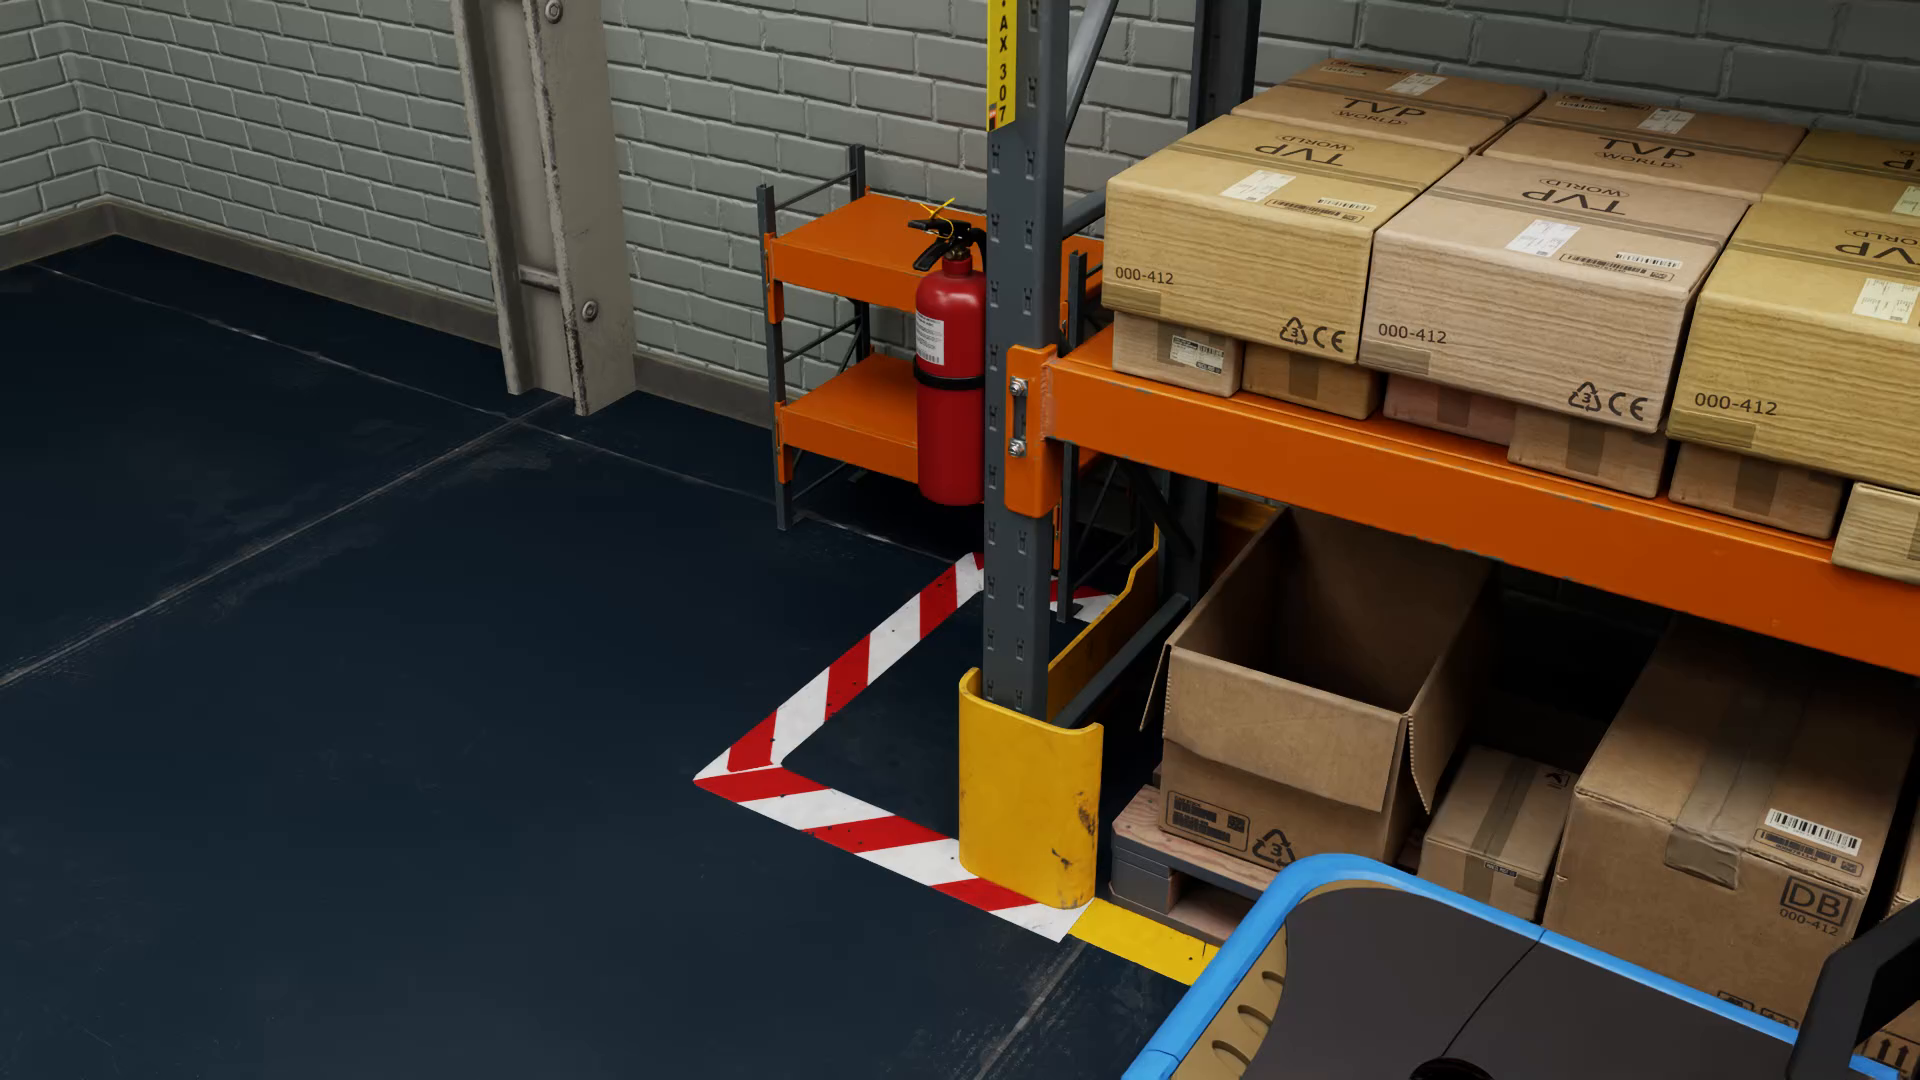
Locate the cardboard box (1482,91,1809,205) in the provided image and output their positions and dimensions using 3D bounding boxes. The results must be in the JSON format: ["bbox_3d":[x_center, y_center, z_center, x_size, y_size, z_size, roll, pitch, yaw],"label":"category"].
[{"bbox_3d":[1.332,-0.669,3.273,0.500,0.250,0.500,18,35,27],"label":"cardboard box"}]

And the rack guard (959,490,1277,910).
[{"bbox_3d":[0.429,0.347,4.160,0.348,0.500,1.175,18,35,27],"label":"rack guard"}]

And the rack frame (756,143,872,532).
[{"bbox_3d":[-0.437,-0.623,5.201,0.032,1.125,0.500,17,35,27],"label":"rack frame"}]

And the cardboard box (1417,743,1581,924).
[{"bbox_3d":[1.172,0.631,3.604,0.250,0.149,0.380,16,34,25],"label":"cardboard box"}]

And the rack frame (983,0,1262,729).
[{"bbox_3d":[0.365,-0.754,3.565,0.127,3.000,1.000,18,35,27],"label":"rack frame"}]

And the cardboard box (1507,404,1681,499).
[{"bbox_3d":[1.160,-0.242,2.938,0.250,0.149,0.380,19,35,29],"label":"cardboard box"}]

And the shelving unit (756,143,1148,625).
[{"bbox_3d":[-0.006,-0.487,4.968,1.048,1.125,0.538,17,35,27],"label":"shelving unit"}]

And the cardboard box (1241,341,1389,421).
[{"bbox_3d":[0.737,-0.392,3.194,0.250,0.149,0.380,18,35,29],"label":"cardboard box"}]

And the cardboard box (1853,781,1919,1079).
[{"bbox_3d":[1.930,0.779,3.002,0.500,0.500,0.500,18,35,28],"label":"cardboard box"}]

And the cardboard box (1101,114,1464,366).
[{"bbox_3d":[0.606,-0.581,3.122,0.500,0.250,0.500,18,35,28],"label":"cardboard box"}]

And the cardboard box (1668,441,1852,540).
[{"bbox_3d":[1.388,-0.173,2.820,0.250,0.149,0.380,18,35,28],"label":"cardboard box"}]

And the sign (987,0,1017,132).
[{"bbox_3d":[0.076,-0.896,2.950,0.005,0.325,0.100,18,35,27],"label":"sign"}]

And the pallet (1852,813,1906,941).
[{"bbox_3d":[2.134,1.012,3.306,1.213,0.211,1.003,18,35,27],"label":"pallet"}]

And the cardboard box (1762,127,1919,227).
[{"bbox_3d":[1.749,-0.534,3.042,0.500,0.250,0.500,19,35,29],"label":"cardboard box"}]

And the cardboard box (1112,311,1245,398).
[{"bbox_3d":[0.497,-0.440,3.277,0.250,0.149,0.380,17,34,27],"label":"cardboard box"}]

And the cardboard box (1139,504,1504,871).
[{"bbox_3d":[0.832,0.348,3.738,0.637,0.503,0.797,16,34,25],"label":"cardboard box"}]

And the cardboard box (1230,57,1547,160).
[{"bbox_3d":[0.896,-0.807,3.511,0.500,0.250,0.500,19,35,29],"label":"cardboard box"}]

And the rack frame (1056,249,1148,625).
[{"bbox_3d":[0.425,-0.351,4.736,0.032,1.125,0.500,17,35,27],"label":"rack frame"}]

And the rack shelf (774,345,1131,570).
[{"bbox_3d":[-0.006,-0.276,5.092,1.000,0.278,0.538,17,35,27],"label":"rack shelf"}]

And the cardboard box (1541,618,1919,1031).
[{"bbox_3d":[1.536,0.595,3.318,0.500,0.500,0.700,19,35,29],"label":"cardboard box"}]

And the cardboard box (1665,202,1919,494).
[{"bbox_3d":[1.464,-0.311,2.661,0.500,0.250,0.500,17,34,26],"label":"cardboard box"}]

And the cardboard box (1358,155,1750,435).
[{"bbox_3d":[1.033,-0.446,2.891,0.500,0.250,0.500,18,35,28],"label":"cardboard box"}]

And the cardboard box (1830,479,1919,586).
[{"bbox_3d":[1.562,-0.074,2.649,0.250,0.149,0.380,17,34,26],"label":"cardboard box"}]

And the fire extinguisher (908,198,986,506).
[{"bbox_3d":[-0.005,-0.401,3.408,0.183,0.674,0.296,18,35,27],"label":"fire extinguisher"}]

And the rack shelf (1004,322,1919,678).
[{"bbox_3d":[2.059,0.093,2.828,4.000,0.370,1.077,18,35,27],"label":"rack shelf"}]

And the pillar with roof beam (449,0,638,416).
[{"bbox_3d":[-3.728,-2.614,0.801,0.400,9.000,9.100,18,35,27],"label":"pillar with roof beam"}]

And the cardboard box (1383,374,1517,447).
[{"bbox_3d":[0.978,-0.336,3.098,0.250,0.149,0.380,17,34,27],"label":"cardboard box"}]

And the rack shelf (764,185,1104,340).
[{"bbox_3d":[-0.006,-0.740,4.821,1.000,0.278,0.538,17,35,27],"label":"rack shelf"}]

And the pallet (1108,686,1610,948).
[{"bbox_3d":[1.105,0.685,3.867,1.213,0.211,1.003,18,35,27],"label":"pallet"}]
